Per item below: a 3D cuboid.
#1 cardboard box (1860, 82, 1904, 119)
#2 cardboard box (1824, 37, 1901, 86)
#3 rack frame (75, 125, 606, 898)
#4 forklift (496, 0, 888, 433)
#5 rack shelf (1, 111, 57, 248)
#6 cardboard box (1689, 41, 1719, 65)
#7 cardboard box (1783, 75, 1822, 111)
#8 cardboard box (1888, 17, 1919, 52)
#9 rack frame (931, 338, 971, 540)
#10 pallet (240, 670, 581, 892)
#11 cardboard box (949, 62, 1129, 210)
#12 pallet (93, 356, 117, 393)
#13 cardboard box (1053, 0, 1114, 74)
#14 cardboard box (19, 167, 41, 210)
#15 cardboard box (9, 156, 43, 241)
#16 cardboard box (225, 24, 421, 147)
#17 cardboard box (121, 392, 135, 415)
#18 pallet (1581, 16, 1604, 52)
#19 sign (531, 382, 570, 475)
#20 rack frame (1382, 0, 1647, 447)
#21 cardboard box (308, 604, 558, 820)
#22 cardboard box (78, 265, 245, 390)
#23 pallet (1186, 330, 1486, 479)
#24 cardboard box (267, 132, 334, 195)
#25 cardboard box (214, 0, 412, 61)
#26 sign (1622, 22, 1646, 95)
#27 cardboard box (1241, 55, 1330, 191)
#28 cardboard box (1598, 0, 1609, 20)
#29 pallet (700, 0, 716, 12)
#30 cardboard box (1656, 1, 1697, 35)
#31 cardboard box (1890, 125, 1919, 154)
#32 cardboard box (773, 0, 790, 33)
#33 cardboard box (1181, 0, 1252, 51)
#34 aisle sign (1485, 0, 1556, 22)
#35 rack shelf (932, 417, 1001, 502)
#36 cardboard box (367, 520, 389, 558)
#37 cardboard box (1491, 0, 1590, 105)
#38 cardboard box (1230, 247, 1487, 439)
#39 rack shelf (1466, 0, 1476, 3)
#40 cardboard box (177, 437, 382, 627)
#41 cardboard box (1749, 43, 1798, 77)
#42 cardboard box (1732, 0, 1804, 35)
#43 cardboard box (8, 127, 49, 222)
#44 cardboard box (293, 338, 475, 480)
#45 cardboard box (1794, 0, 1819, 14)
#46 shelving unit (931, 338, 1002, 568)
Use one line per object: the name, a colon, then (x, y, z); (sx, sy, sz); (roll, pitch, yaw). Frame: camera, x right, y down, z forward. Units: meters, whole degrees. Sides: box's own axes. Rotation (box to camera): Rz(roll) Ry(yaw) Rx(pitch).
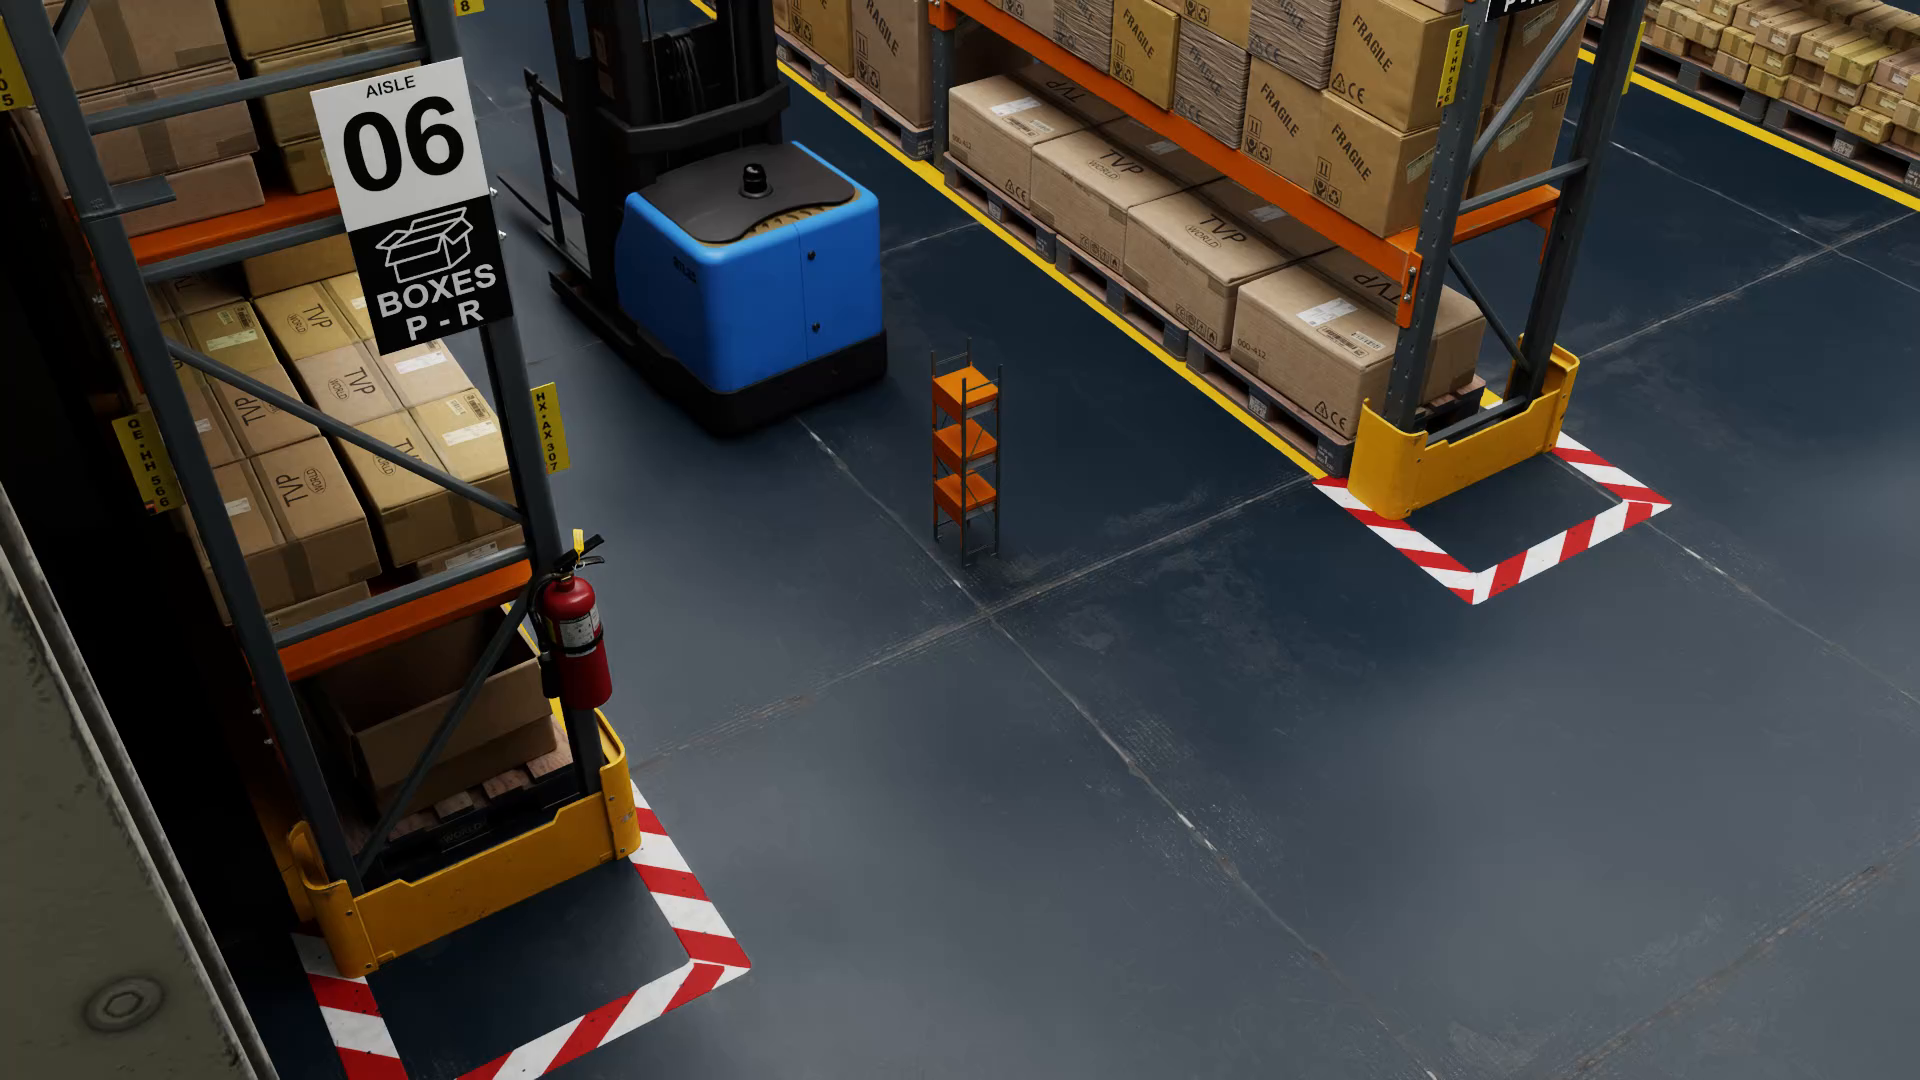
cardboard box: (5.935, -2.820, 10.518); (0.380, 0.149, 0.250); (-23, 45, -25)
cardboard box: (5.723, -3.038, 10.547); (0.380, 0.149, 0.250); (-23, 45, -25)
rack frame: (-1.748, 0.176, 5.256); (1.000, 3.000, 0.127); (-22, 45, -24)
forklift: (-1.665, -2.560, 8.593); (1.130, 2.935, 3.031); (-25, 46, -27)
rack shelf: (-4.974, -2.786, 9.373); (1.077, 0.370, 4.000); (-22, 45, -24)
cardboard box: (5.266, -3.409, 11.458); (0.380, 0.149, 0.250); (-21, 44, -23)
cardboard box: (5.659, -2.976, 10.938); (0.380, 0.149, 0.250); (-22, 44, -24)
cardboard box: (6.282, -3.275, 10.832); (0.380, 0.149, 0.250); (-22, 45, -25)
rack frame: (-0.037, -0.440, 7.519); (0.200, 1.050, 0.008); (-22, 45, -24)
pallet: (-2.218, 0.776, 6.714); (1.003, 0.211, 1.213); (-22, 45, -24)
cardboard box: (0.531, -2.495, 10.135); (0.875, 0.438, 0.875); (-23, 45, -25)
pallet: (-4.368, -1.338, 9.251); (1.003, 0.211, 1.213); (-22, 45, -24)
cardboard box: (0.845, -2.845, 8.803); (0.500, 0.500, 0.500); (-22, 45, -24)
cardboard box: (-4.784, -1.930, 8.902); (0.380, 0.149, 0.250); (-24, 46, -26)
cardboard box: (-4.955, -1.905, 9.378); (0.500, 0.500, 0.500); (-24, 46, -26)
cardboard box: (-1.756, -1.367, 4.649); (0.500, 0.250, 0.500); (-23, 45, -25)
cardboard box: (-2.907, -0.487, 6.248); (0.380, 0.149, 0.250); (-22, 45, -24)
pallet: (4.794, -4.030, 12.483); (1.003, 0.211, 1.213); (-22, 45, -24)
sign: (-1.291, -0.344, 5.203); (0.100, 0.325, 0.005); (-22, 45, -24)
rack frame: (2.435, -1.535, 7.309); (1.000, 3.000, 0.127); (-22, 45, -24)
cardboard box: (-1.997, 0.611, 6.356); (0.797, 0.503, 0.637); (-24, 45, -26)
cardboard box: (-3.039, -0.868, 6.393); (0.500, 0.250, 0.500); (-22, 45, -24)
pallet: (1.939, -0.868, 8.687); (1.003, 0.211, 1.213); (-22, 45, -24)
cardboard box: (-1.723, -1.132, 4.679); (0.380, 0.149, 0.250); (-21, 44, -24)
cardboard box: (-1.775, -1.551, 4.480); (0.500, 0.250, 0.500); (-23, 45, -25)
sign: (2.906, -2.085, 7.232); (0.100, 0.325, 0.005); (-22, 45, -24)
cardboard box: (1.695, -2.018, 7.811); (0.500, 0.500, 0.500); (-23, 45, -25)
cardboard box: (4.828, -3.831, 11.964); (0.380, 0.149, 0.250); (-23, 45, -25)
pallet: (-1.506, -4.330, 12.842); (1.003, 0.211, 1.213); (-22, 45, -24)
cardboard box: (5.055, -3.641, 11.503); (0.380, 0.149, 0.250); (-23, 45, -25)
cardboard box: (6.095, -2.572, 10.452); (0.380, 0.149, 0.250); (-21, 44, -24)
cardboard box: (-1.089, -4.313, 11.975); (0.875, 0.875, 0.875); (-22, 44, -24)
cardboard box: (1.406, -2.675, 7.819); (0.500, 0.500, 0.500); (-22, 45, -25)
aisle sign: (2.212, -2.388, 6.302); (0.394, 0.787, 0.004); (-22, 45, -24)
rack shelf: (0.029, -0.366, 7.447); (0.215, 0.259, 0.240); (-22, 45, -24)
cardboard box: (-1.869, -0.121, 5.809); (0.380, 0.149, 0.250); (-21, 44, -23)
cardboard box: (2.417, -2.314, 7.386); (0.500, 0.500, 0.500); (-23, 45, -25)
cardboard box: (1.996, -1.033, 8.381); (0.875, 0.438, 0.875); (-24, 45, -26)
rack shelf: (1.360, -3.490, 7.875); (1.077, 0.370, 4.000); (-22, 45, -24)
cardboard box: (-2.219, -0.038, 5.397); (0.500, 0.250, 0.500); (-21, 44, -23)
cardboard box: (5.460, -3.215, 10.992); (0.380, 0.149, 0.250); (-22, 44, -24)
cardboard box: (5.398, -3.506, 11.108); (0.380, 0.149, 0.250); (-24, 45, -26)
cardboard box: (-3.860, -1.679, 7.368); (0.500, 0.250, 0.500); (-23, 45, -25)
cardboard box: (-2.036, -0.490, 5.941); (0.500, 0.250, 0.500); (-22, 44, -24)
cardboard box: (5.835, -3.691, 11.331); (0.380, 0.149, 0.250); (-22, 44, -24)
shelving unit: (0.029, -0.374, 7.440); (0.215, 1.050, 0.252); (-22, 45, -24)
